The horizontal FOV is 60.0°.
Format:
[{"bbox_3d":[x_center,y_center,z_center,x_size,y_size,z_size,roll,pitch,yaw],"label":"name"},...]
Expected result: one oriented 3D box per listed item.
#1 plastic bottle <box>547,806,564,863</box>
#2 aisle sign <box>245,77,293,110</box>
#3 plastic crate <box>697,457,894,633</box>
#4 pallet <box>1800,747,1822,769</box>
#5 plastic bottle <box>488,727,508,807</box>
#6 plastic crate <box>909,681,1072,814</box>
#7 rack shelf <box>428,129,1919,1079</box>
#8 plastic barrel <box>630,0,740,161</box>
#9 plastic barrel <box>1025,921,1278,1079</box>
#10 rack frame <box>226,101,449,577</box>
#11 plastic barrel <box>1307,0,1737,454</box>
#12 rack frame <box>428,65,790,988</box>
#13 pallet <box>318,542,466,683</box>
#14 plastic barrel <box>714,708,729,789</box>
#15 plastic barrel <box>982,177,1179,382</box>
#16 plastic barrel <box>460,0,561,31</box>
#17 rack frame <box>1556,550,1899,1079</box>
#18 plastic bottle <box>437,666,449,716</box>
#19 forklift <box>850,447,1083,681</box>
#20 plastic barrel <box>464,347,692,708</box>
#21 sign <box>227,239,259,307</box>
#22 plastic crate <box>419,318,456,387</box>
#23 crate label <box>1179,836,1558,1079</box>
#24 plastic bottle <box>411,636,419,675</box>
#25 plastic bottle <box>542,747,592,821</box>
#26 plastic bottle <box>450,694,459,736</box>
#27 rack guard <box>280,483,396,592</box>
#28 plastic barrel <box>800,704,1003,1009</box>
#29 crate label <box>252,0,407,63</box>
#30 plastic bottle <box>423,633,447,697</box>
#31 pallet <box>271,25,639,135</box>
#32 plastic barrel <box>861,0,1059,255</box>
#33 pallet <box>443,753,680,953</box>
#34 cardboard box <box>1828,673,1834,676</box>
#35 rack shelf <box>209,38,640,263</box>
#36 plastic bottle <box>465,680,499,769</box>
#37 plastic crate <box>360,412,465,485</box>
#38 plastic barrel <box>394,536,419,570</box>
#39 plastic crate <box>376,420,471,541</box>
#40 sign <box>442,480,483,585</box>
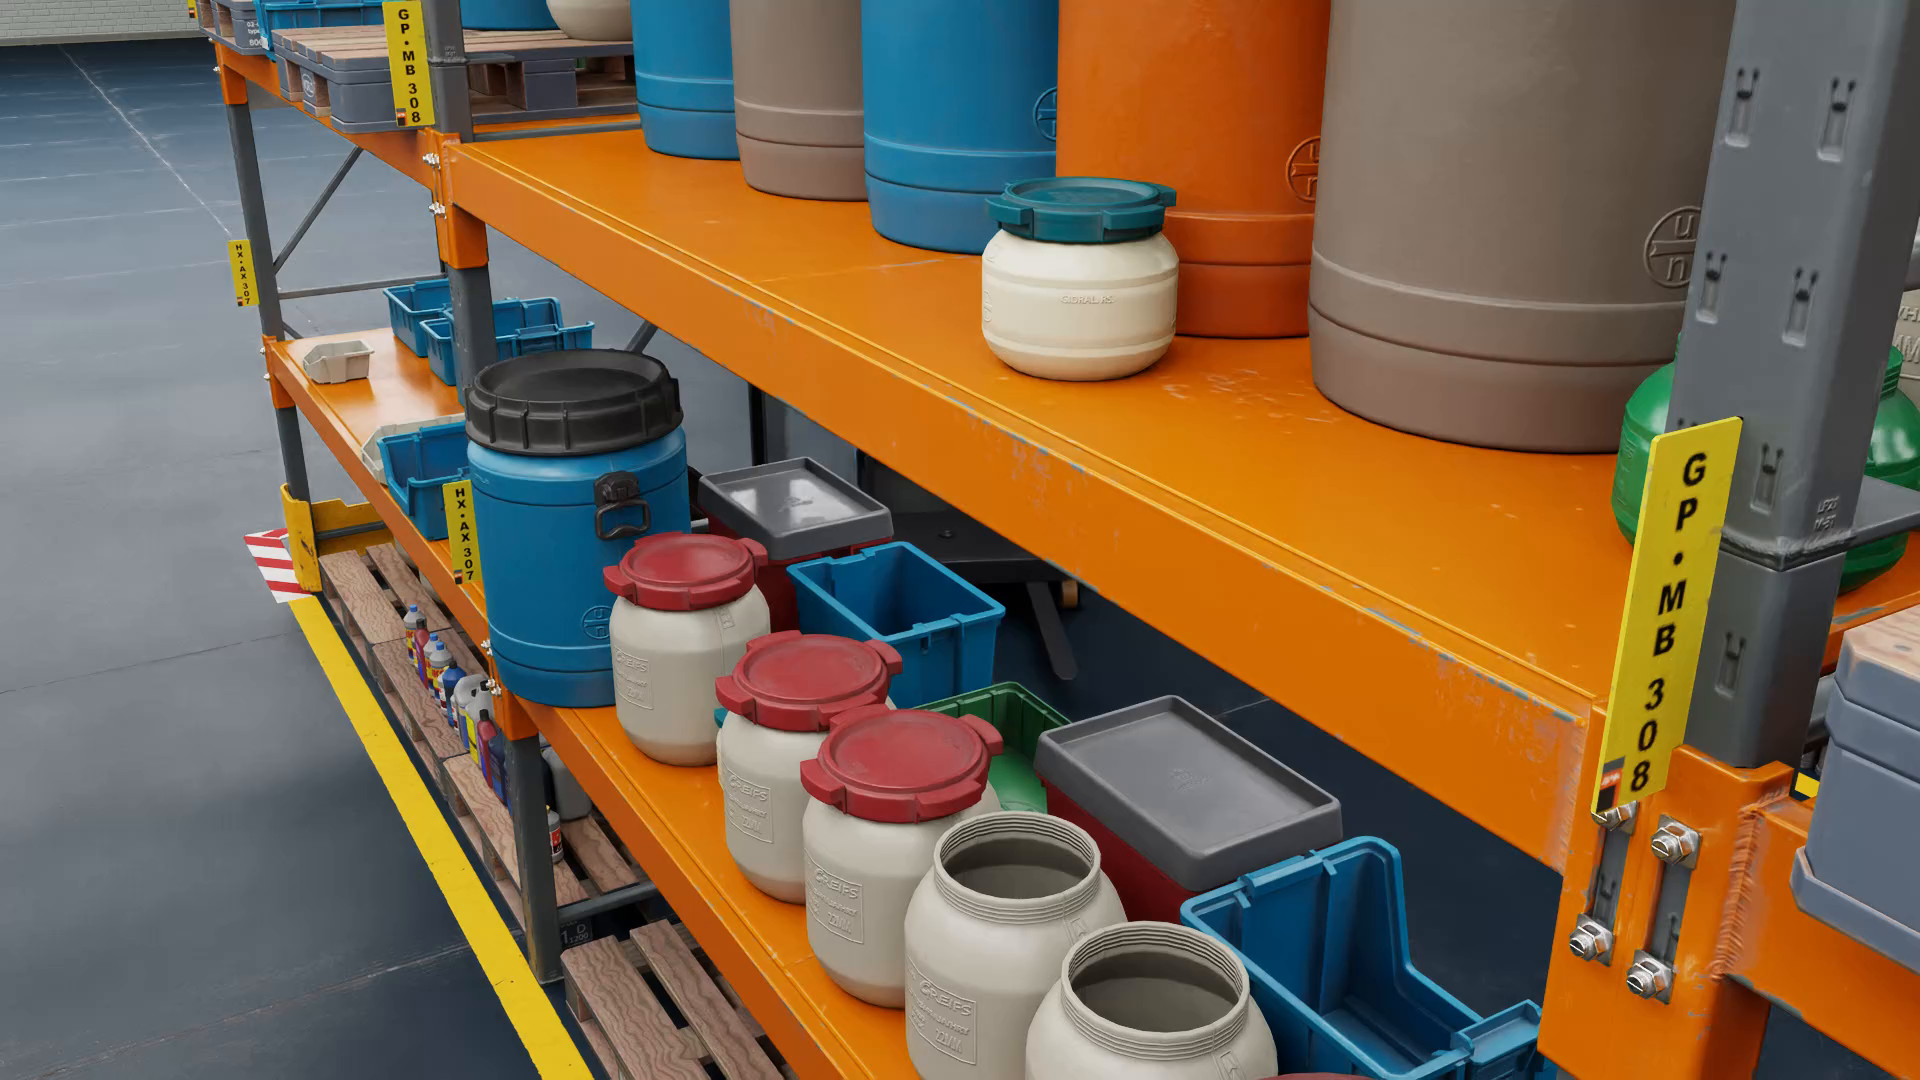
[{"bbox_3d":[-1.467,1.038,5.906,0.097,0.201,0.097,0,22,0],"label":"plastic bottle"},{"bbox_3d":[-3.345,-2.463,7.935,0.394,0.787,0.004,-13,25,-28],"label":"aisle sign"},{"bbox_3d":[-0.503,0.071,5.067,0.402,0.464,0.583,-13,25,-28],"label":"plastic crate"},{"bbox_3d":[3.657,0.574,7.618,1.003,0.211,1.213,-13,25,-28],"label":"pallet"},{"bbox_3d":[-1.688,0.811,6.265,0.144,0.351,0.185,-14,26,-31],"label":"plastic bottle"},{"bbox_3d":[0.119,0.611,4.107,0.450,0.188,0.662,-13,25,-28],"label":"plastic crate"},{"bbox_3d":[0.008,-0.406,3.298,1.077,0.370,4.000,-13,25,-28],"label":"rack shelf"},{"bbox_3d":[-0.567,-1.496,4.359,0.600,0.901,0.708,-13,25,-28],"label":"plastic barrel"},{"bbox_3d":[0.321,0.954,2.832,0.421,0.512,0.421,0,22,0],"label":"plastic barrel"},{"bbox_3d":[-3.057,-1.292,8.506,1.000,3.000,0.127,-13,25,-28],"label":"rack frame"},{"bbox_3d":[0.797,-0.631,2.232,0.600,0.901,0.600,0,22,0],"label":"plastic barrel"},{"bbox_3d":[-1.013,0.003,5.320,1.000,3.000,0.127,-13,25,-28],"label":"rack frame"},{"bbox_3d":[-2.567,0.280,8.343,1.003,0.211,1.213,-13,25,-28],"label":"pallet"},{"bbox_3d":[-0.469,0.525,4.219,0.301,0.262,0.301,0,22,0],"label":"plastic barrel"},{"bbox_3d":[0.180,-0.394,2.498,0.301,0.262,0.301,0,22,0],"label":"plastic barrel"},{"bbox_3d":[-1.430,-2.156,5.425,0.600,0.901,0.708,-13,25,-28],"label":"plastic barrel"},{"bbox_3d":[1.030,1.298,2.134,1.000,3.000,0.127,-13,25,-28],"label":"rack frame"},{"bbox_3d":[-2.122,0.623,6.927,0.097,0.201,0.097,0,22,0],"label":"plastic bottle"},{"bbox_3d":[0.029,-1.102,8.130,1.130,2.935,3.031,-2,22,-5],"label":"forklift"},{"bbox_3d":[-1.076,-0.046,4.775,0.600,0.901,0.708,-13,25,-28],"label":"plastic barrel"},{"bbox_3d":[-3.532,-1.315,8.197,0.100,0.325,0.005,-13,25,-28],"label":"sign"},{"bbox_3d":[-2.217,-0.907,7.757,0.499,0.251,0.408,-13,25,-28],"label":"plastic crate"},{"bbox_3d":[0.755,0.908,3.047,0.502,0.435,0.616,-13,25,-28],"label":"crate label"},{"bbox_3d":[-2.345,0.481,7.276,0.097,0.201,0.097,0,22,0],"label":"plastic bottle"},{"bbox_3d":[-1.466,0.846,6.181,0.144,0.351,0.185,-13,25,-28],"label":"plastic bottle"},{"bbox_3d":[-2.017,0.690,6.763,0.097,0.201,0.097,0,22,0],"label":"plastic bottle"},{"bbox_3d":[-2.977,-0.118,8.938,1.175,0.500,0.348,-13,25,-28],"label":"rack guard"},{"bbox_3d":[-0.117,0.670,3.500,0.433,0.535,0.433,0,22,0],"label":"plastic barrel"},{"bbox_3d":[-2.384,-1.943,6.322,0.502,0.251,0.408,-13,25,-28],"label":"crate label"},{"bbox_3d":[-2.223,0.526,7.072,0.097,0.271,0.097,0,22,0],"label":"plastic bottle"},{"bbox_3d":[-1.466,-1.514,5.319,1.213,0.211,1.003,-13,25,-28],"label":"pallet"},{"bbox_3d":[0.101,-1.072,3.317,0.600,0.901,0.708,-13,25,-28],"label":"plastic barrel"},{"bbox_3d":[-1.321,1.070,6.400,1.003,0.211,1.213,-13,25,-28],"label":"pallet"},{"bbox_3d":[3.761,0.383,6.734,0.500,0.311,0.500,-14,26,-30],"label":"cardboard box"},{"bbox_3d":[-2.035,-1.701,6.484,1.077,0.370,4.000,-13,25,-28],"label":"rack shelf"},{"bbox_3d":[-1.853,0.707,6.523,0.144,0.351,0.185,-13,25,-29],"label":"plastic bottle"},{"bbox_3d":[-2.060,-0.352,6.543,0.530,0.136,0.437,-13,25,-28],"label":"plastic crate"},{"bbox_3d":[-2.655,-0.135,8.407,0.421,0.512,0.421,0,22,0],"label":"plastic barrel"},{"bbox_3d":[-1.812,-0.234,6.101,0.499,0.251,0.616,-13,25,-28],"label":"plastic crate"},{"bbox_3d":[-1.492,-0.023,5.016,0.100,0.325,0.005,-13,25,-28],"label":"sign"}]
